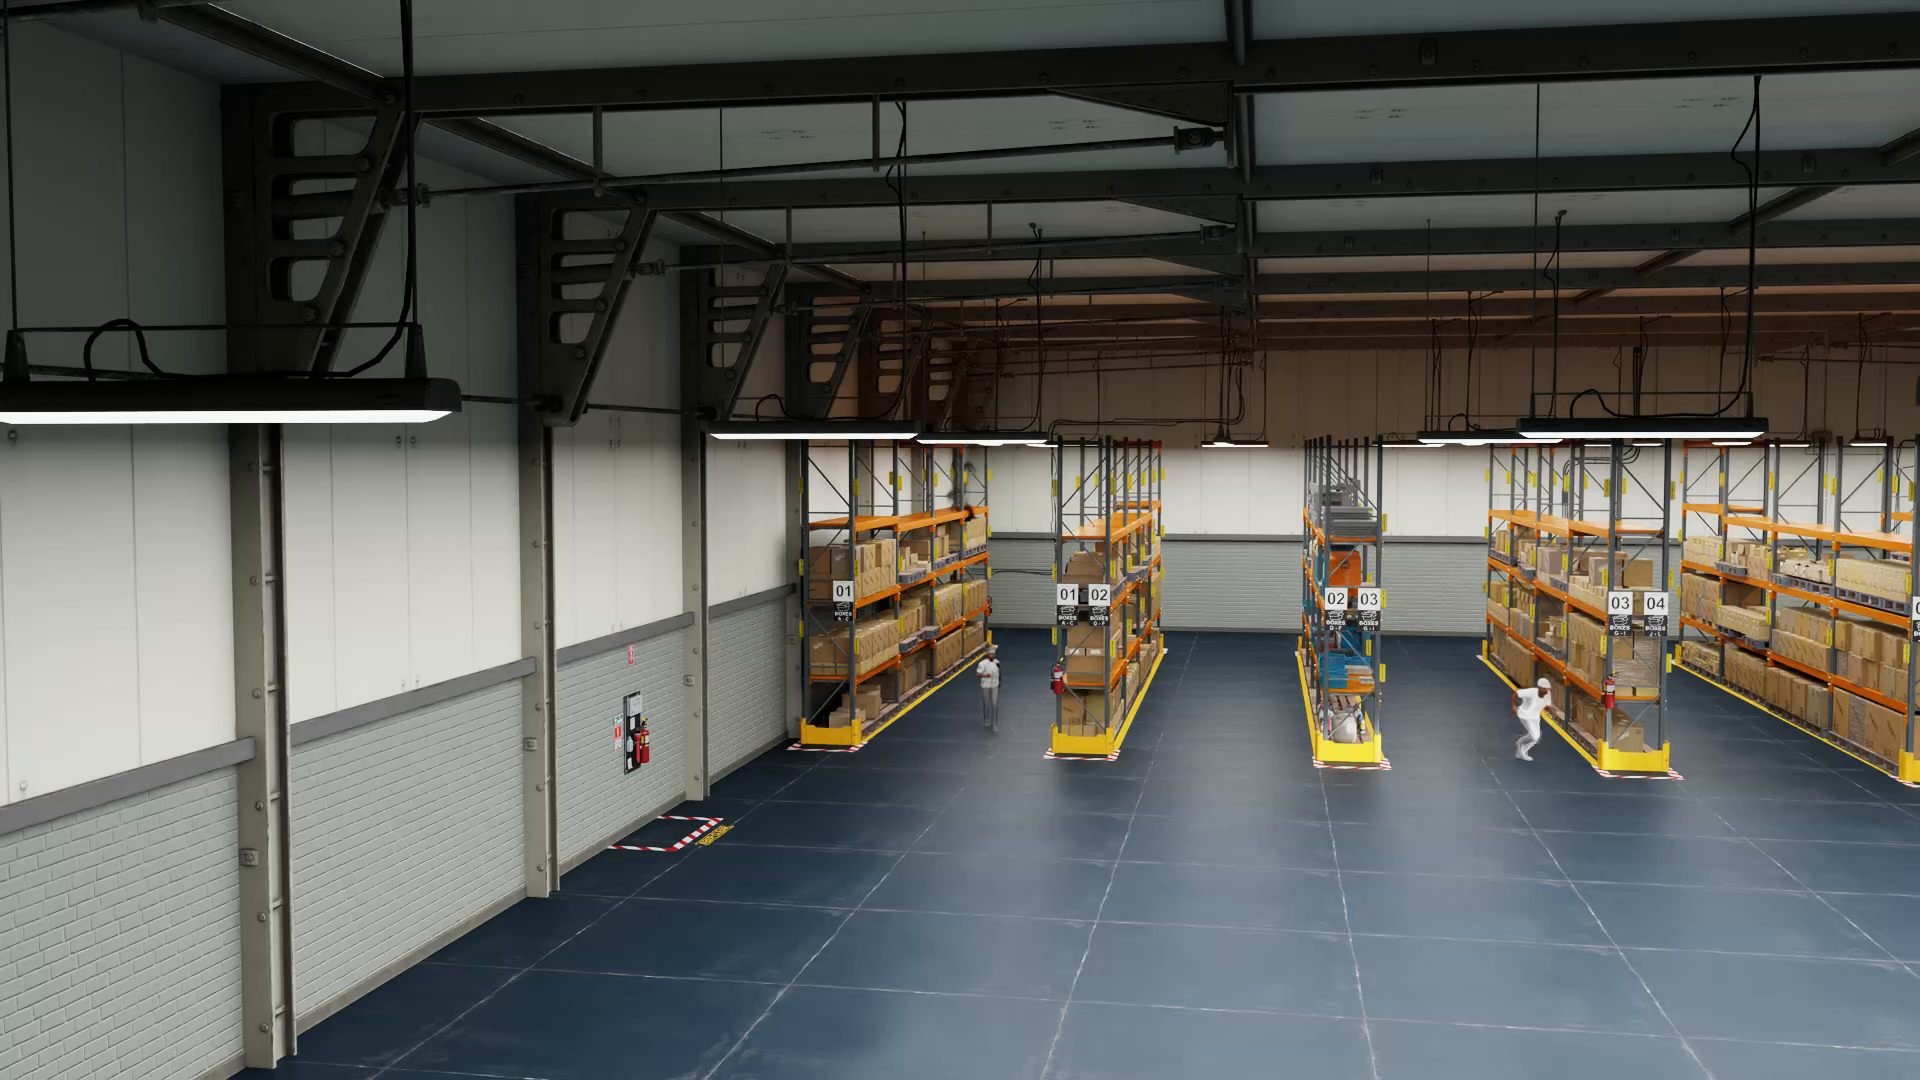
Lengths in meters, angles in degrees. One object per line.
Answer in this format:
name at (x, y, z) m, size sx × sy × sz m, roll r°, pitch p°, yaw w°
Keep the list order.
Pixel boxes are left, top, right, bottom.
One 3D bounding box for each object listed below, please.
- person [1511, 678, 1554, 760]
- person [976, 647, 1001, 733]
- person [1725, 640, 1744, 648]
person at (10.459, 3.285, 30.438) m, size 0.736 × 1.578 × 0.838 m, roll -1°, pitch 3°, yaw -23°
person at (0.589, 3.041, 34.027) m, size 0.555 × 1.747 × 0.800 m, roll -1°, pitch 3°, yaw -11°
person at (20.992, 2.421, 45.005) m, size 0.738 × 1.796 × 0.868 m, roll -1°, pitch 3°, yaw -20°
